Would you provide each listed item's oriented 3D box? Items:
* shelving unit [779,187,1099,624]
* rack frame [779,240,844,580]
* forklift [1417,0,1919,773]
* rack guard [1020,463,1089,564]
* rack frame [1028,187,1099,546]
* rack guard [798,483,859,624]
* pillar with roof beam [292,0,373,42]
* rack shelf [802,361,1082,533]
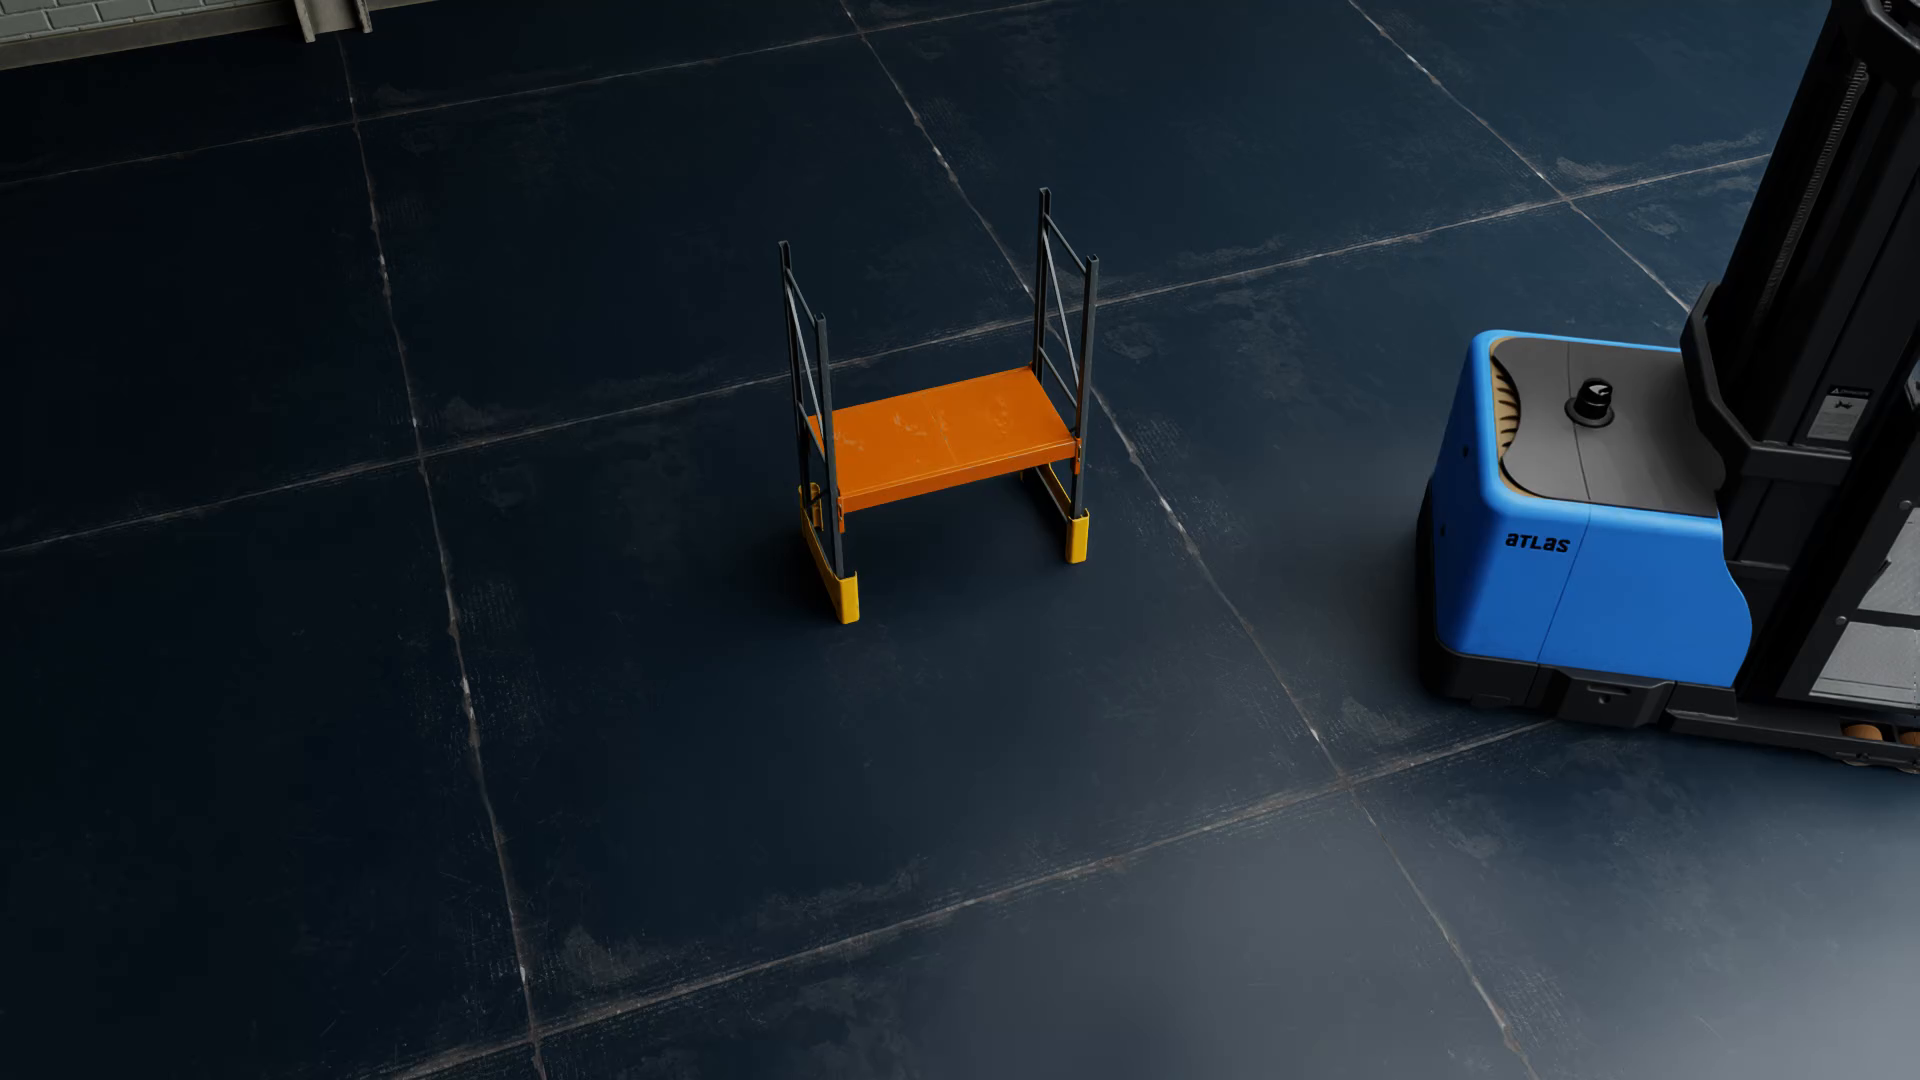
[{"bbox_3d":[-0.072,-0.511,6.510,1.083,1.500,0.587,-14,47,-14],"label":"shelving unit"},{"bbox_3d":[-0.558,-0.387,6.386,0.032,1.500,0.500,-14,47,-14],"label":"rack frame"},{"bbox_3d":[3.352,-0.576,5.564,3.031,2.935,1.130,7,46,7],"label":"forklift"},{"bbox_3d":[0.397,-0.190,7.072,0.087,0.250,0.587,-14,47,-14],"label":"rack guard"},{"bbox_3d":[0.398,-0.631,6.629,0.032,1.500,0.500,-14,47,-14],"label":"rack frame"},{"bbox_3d":[-0.540,0.050,6.833,0.087,0.250,0.587,-14,47,-14],"label":"rack guard"},{"bbox_3d":[-2.364,-3.467,4.162,0.400,9.000,9.100,-14,47,-14],"label":"pillar with roof beam"},{"bbox_3d":[-0.080,-0.382,6.635,1.000,0.185,0.538,-14,47,-14],"label":"rack shelf"}]
